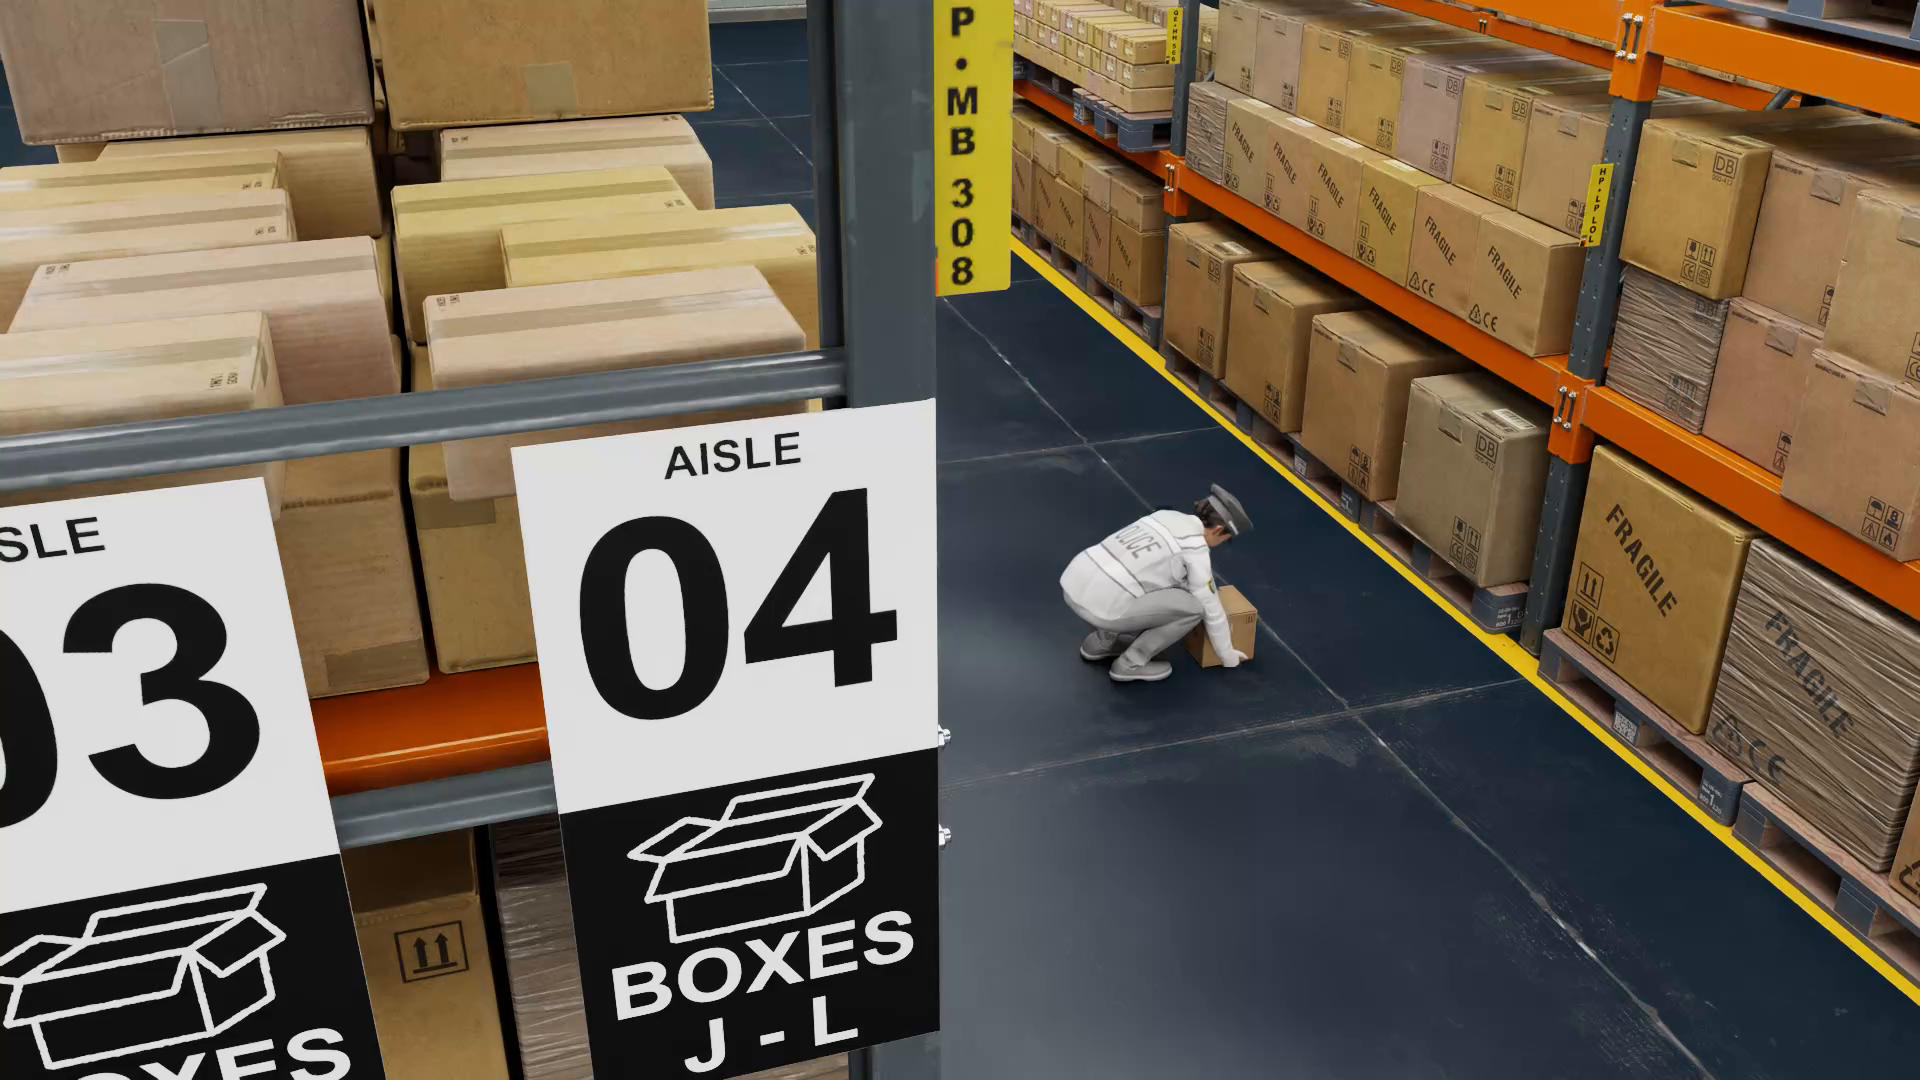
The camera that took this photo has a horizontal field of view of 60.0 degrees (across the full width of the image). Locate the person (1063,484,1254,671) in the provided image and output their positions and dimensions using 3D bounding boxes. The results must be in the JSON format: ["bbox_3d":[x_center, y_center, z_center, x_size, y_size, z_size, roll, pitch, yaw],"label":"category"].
[{"bbox_3d":[0.874,0.210,7.255,0.869,0.846,0.468,-8,28,-16],"label":"person"}]
